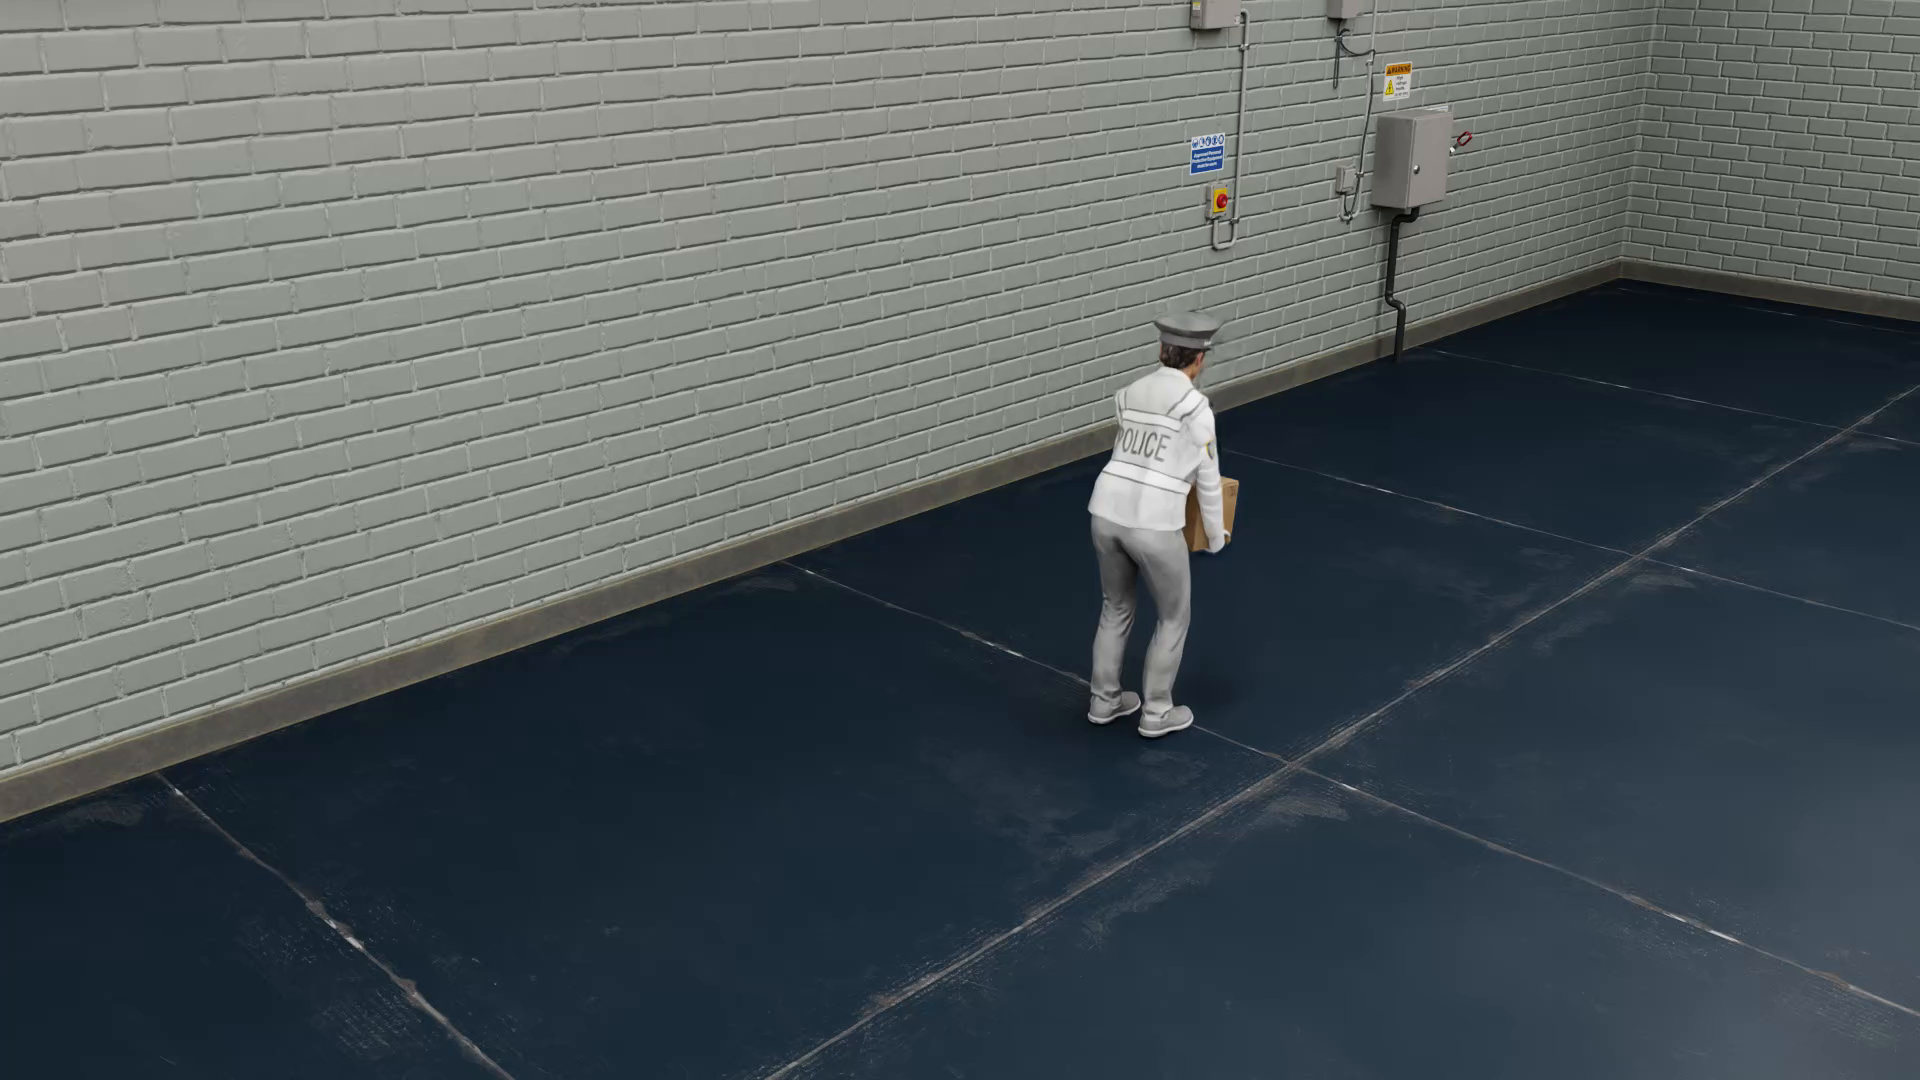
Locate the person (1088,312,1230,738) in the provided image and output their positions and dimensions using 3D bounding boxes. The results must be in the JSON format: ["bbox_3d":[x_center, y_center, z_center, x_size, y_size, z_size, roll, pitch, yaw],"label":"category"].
[{"bbox_3d":[0.738,-0.047,6.298,0.410,1.605,0.570,18,27,40],"label":"person"}]
